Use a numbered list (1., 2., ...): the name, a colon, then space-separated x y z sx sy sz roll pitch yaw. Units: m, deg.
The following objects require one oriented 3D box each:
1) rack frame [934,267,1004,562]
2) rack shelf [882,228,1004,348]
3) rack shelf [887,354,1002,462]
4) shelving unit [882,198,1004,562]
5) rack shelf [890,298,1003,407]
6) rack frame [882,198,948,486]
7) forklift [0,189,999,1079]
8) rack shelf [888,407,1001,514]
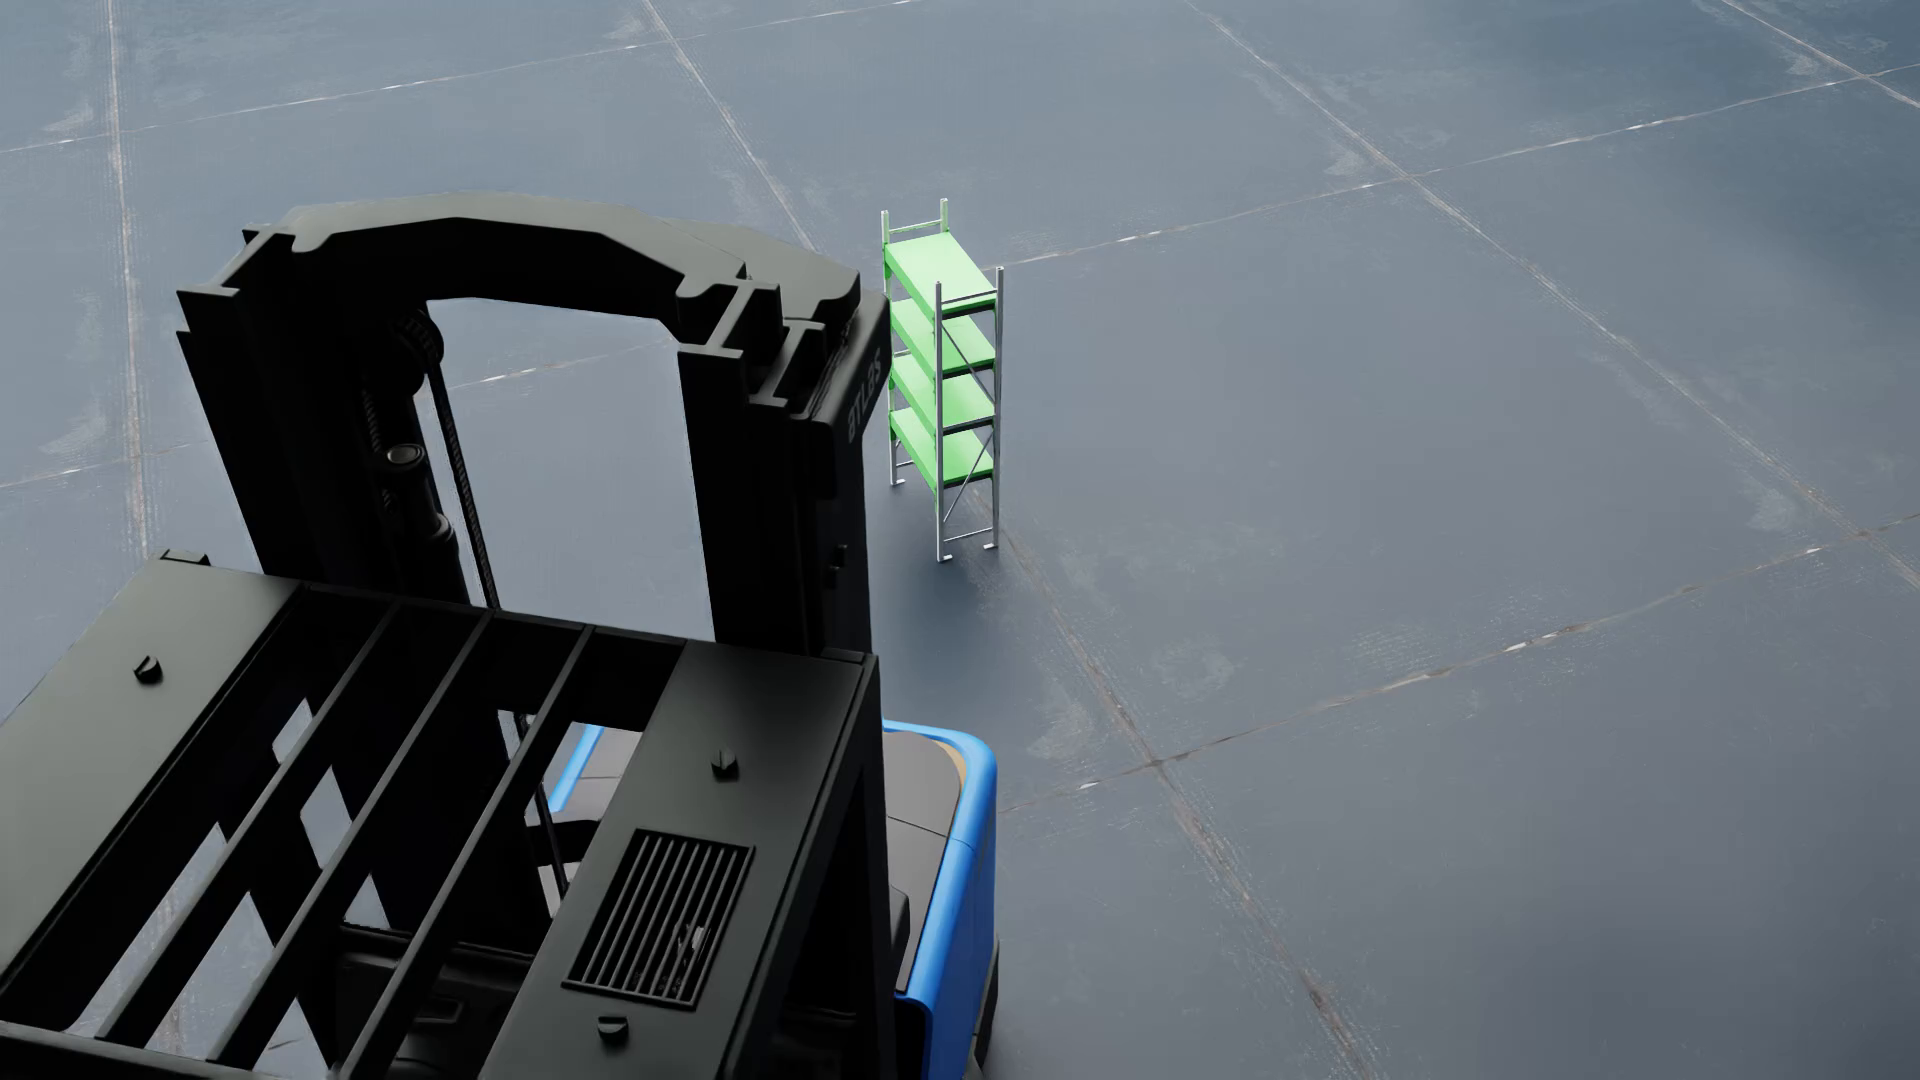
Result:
1. rack frame: 0.030 -0.408 5.804 0.240 1.200 0.015 -15 43 -17
2. rack shelf: -0.063 -0.870 5.703 0.258 0.148 0.480 -15 43 -17
3. rack shelf: -0.063 -0.506 6.016 0.258 0.148 0.480 -15 43 -17
4. shelving unit: -0.063 -0.555 5.975 0.258 1.200 0.503 -15 43 -17
5. rack shelf: -0.063 -0.688 5.860 0.258 0.148 0.480 -15 43 -17
6. rack frame: -0.157 -0.702 6.146 0.240 1.200 0.015 -15 43 -17
7. forklift: -0.702 1.056 2.774 1.130 2.935 3.031 8 41 9
8. rack shelf: -0.063 -0.324 6.173 0.258 0.148 0.480 -15 43 -17
